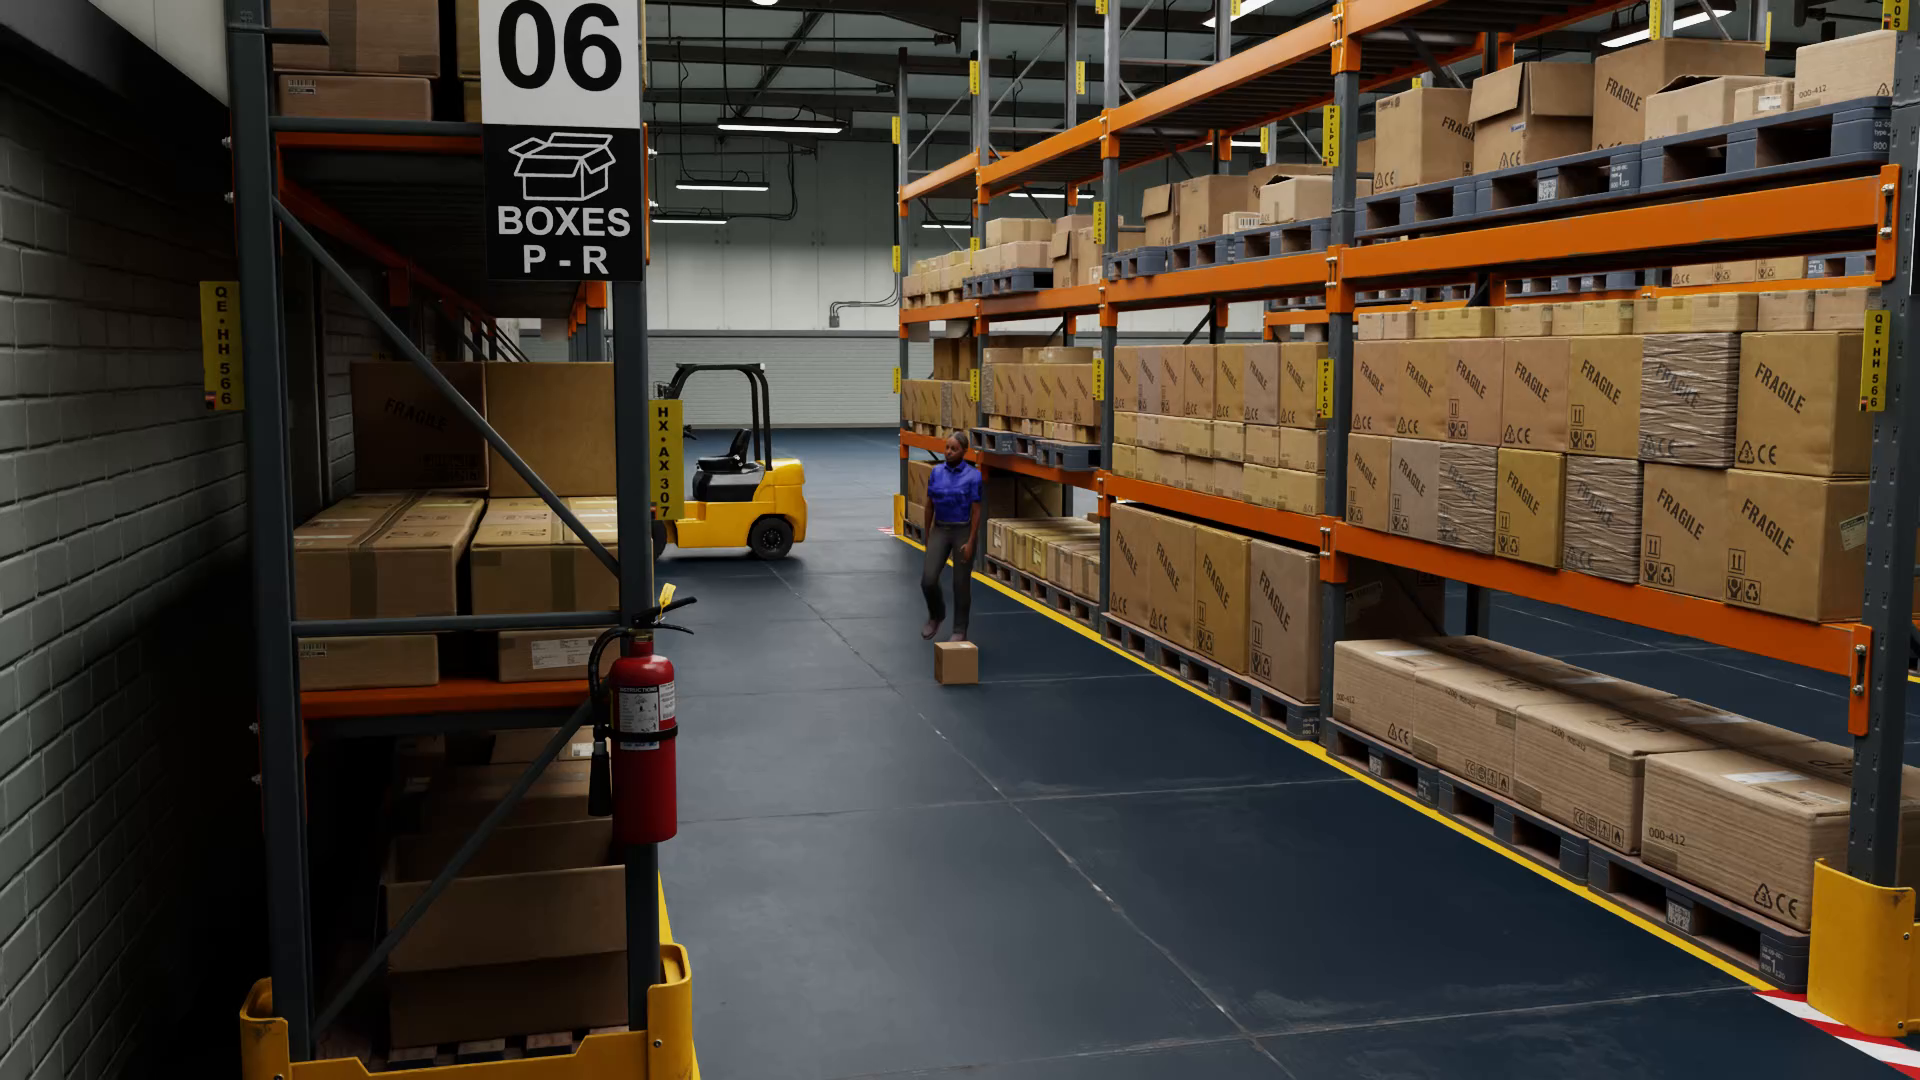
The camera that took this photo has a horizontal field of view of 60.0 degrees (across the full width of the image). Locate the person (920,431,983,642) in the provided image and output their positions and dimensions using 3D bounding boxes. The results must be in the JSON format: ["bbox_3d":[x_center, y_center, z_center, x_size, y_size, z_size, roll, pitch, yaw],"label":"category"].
[{"bbox_3d":[-0.071,-0.012,12.708,0.522,1.641,0.470,2,6,14],"label":"person"}]
